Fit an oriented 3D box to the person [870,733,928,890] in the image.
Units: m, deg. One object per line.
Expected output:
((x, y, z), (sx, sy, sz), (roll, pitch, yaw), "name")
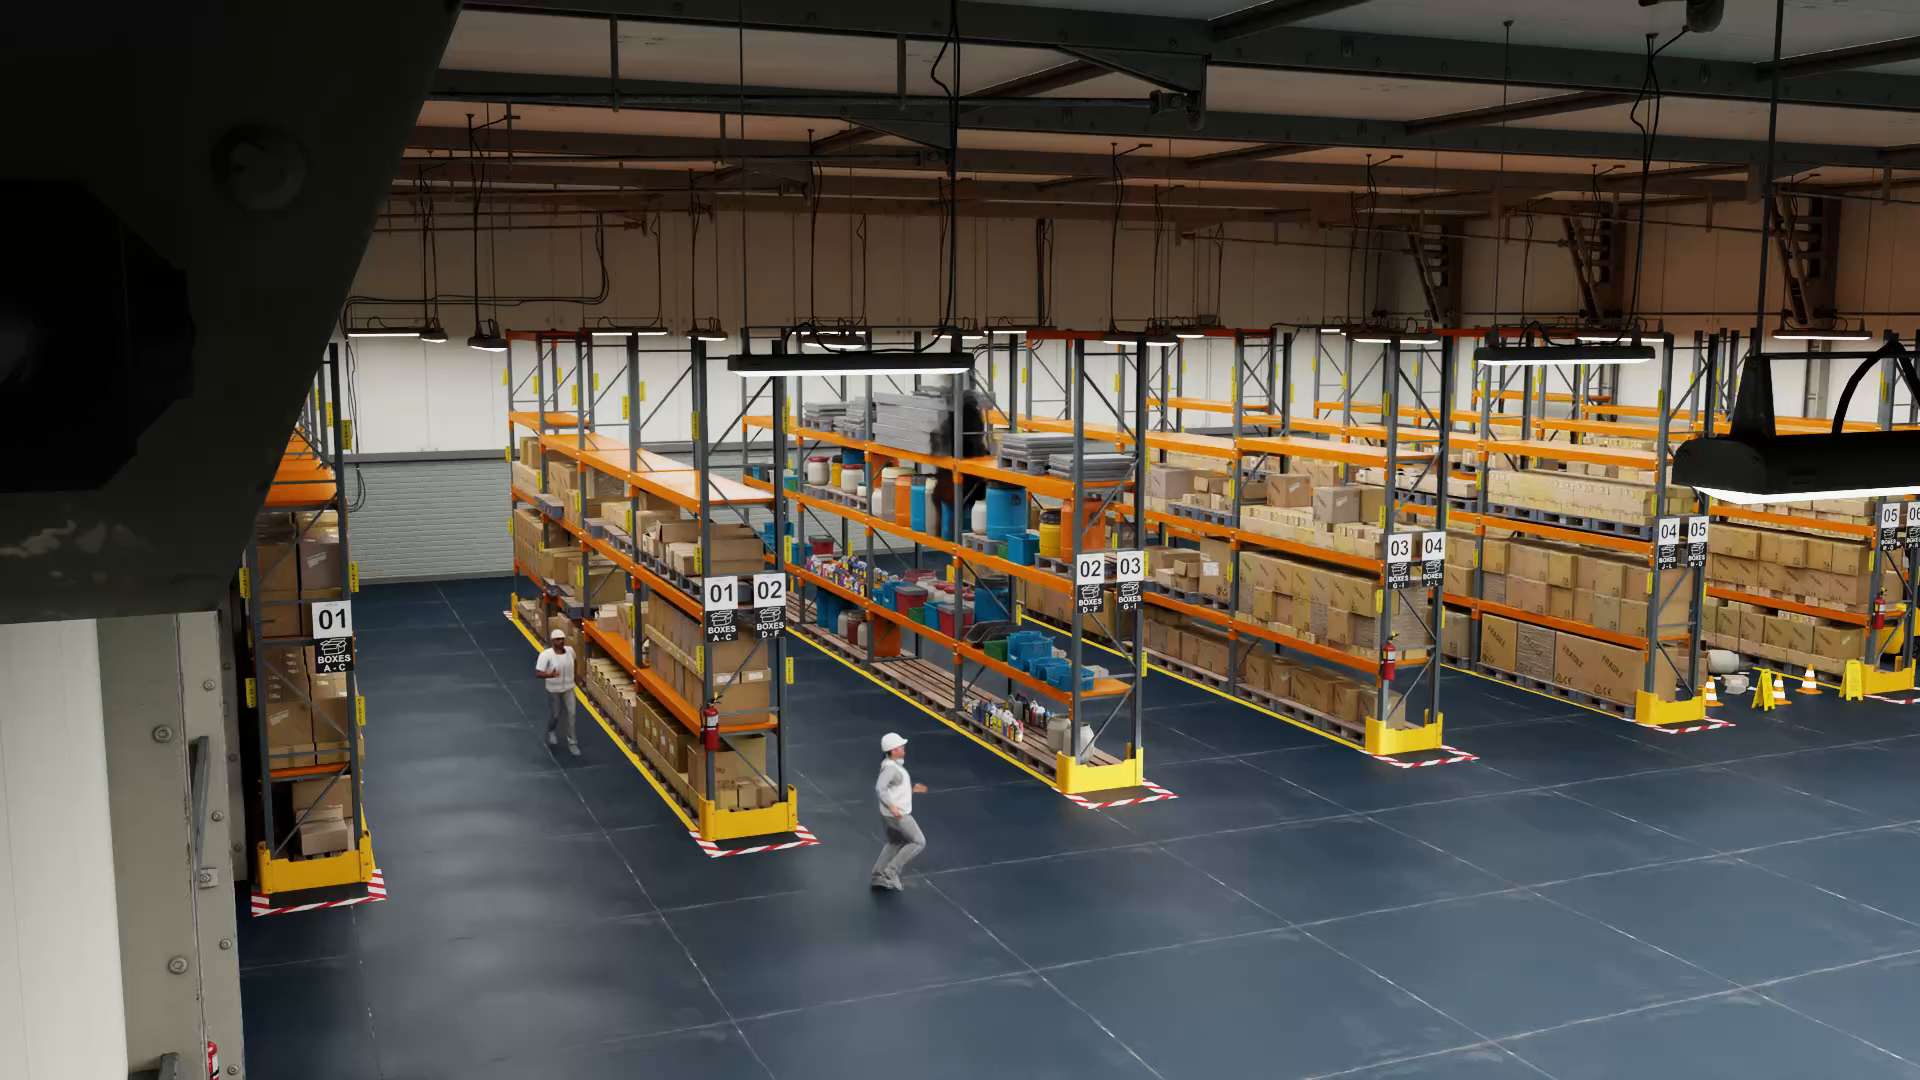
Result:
((-0.671, 2.979, 18.289), (0.656, 1.742, 0.640), (-1, 8, -9), "person")

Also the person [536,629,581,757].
((-5.781, 2.173, 24.029), (0.688, 1.788, 0.912), (-5, 9, -32), "person")
